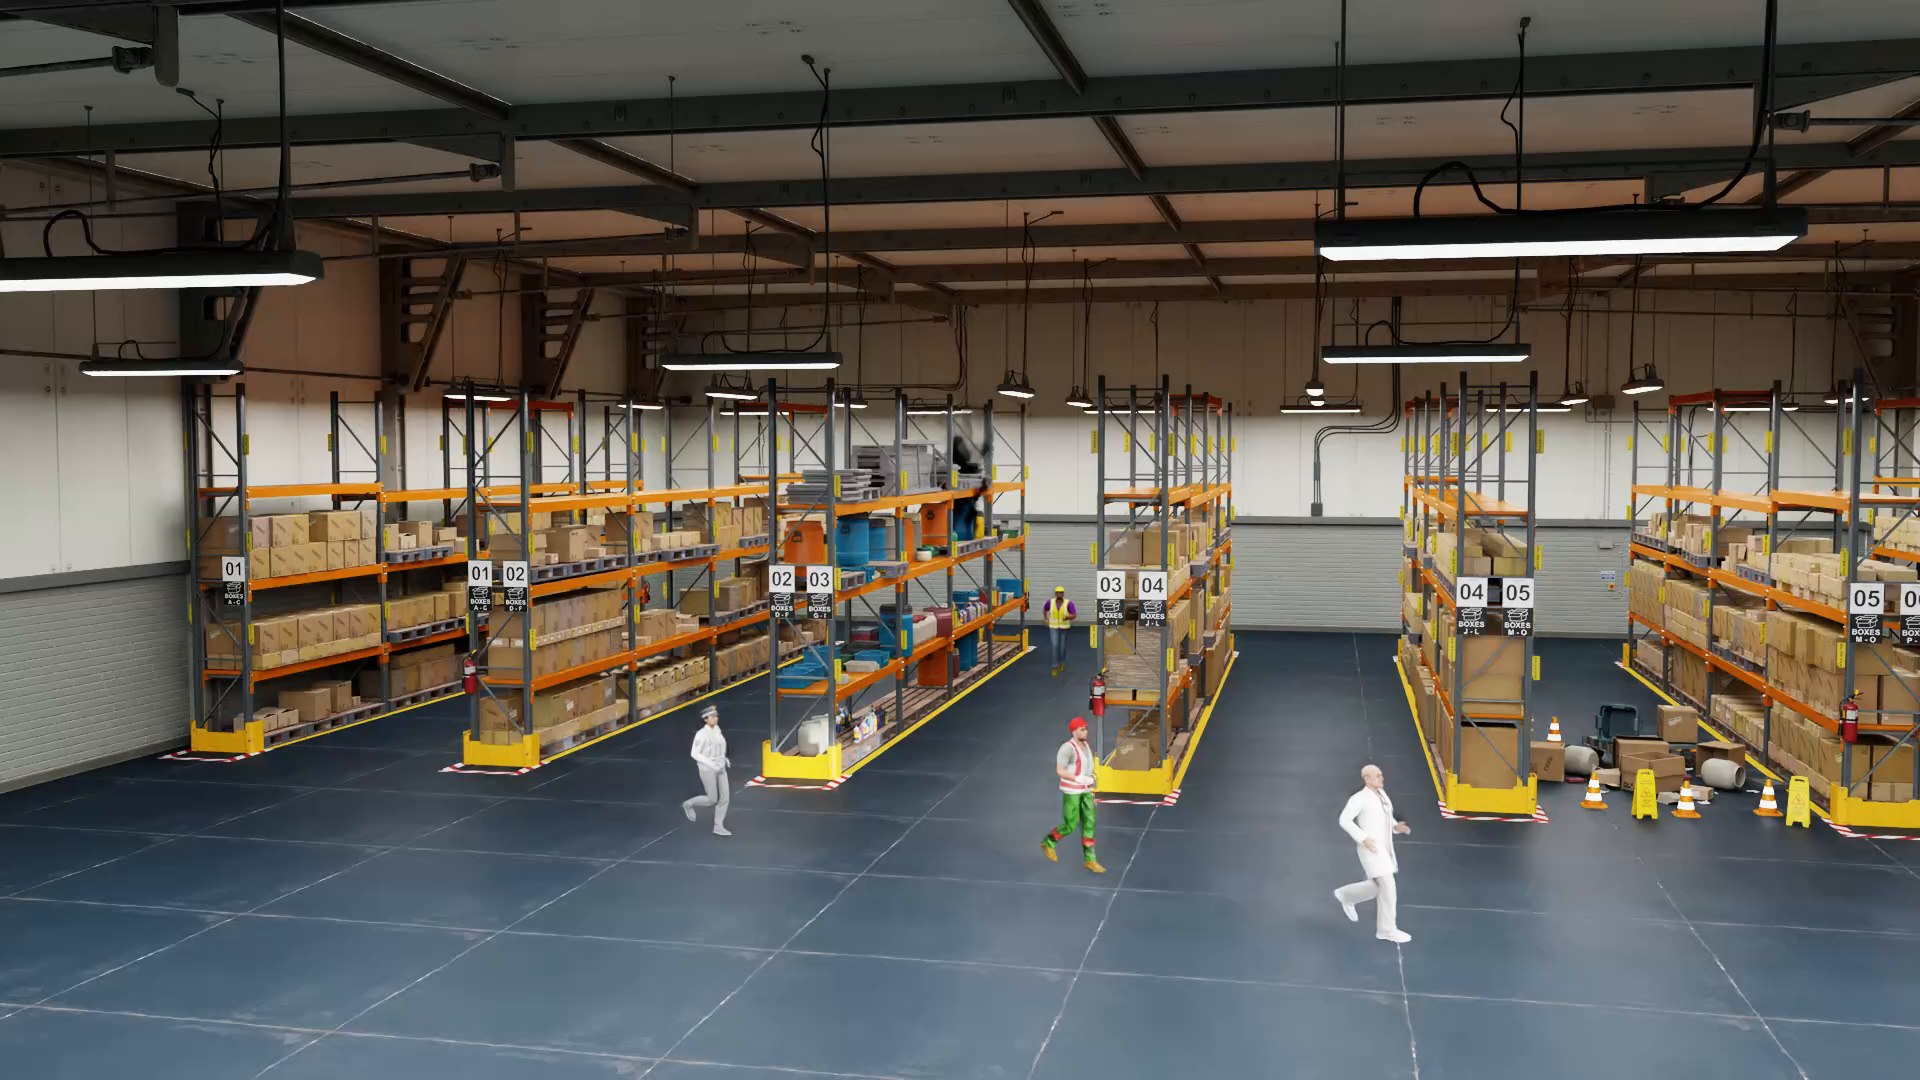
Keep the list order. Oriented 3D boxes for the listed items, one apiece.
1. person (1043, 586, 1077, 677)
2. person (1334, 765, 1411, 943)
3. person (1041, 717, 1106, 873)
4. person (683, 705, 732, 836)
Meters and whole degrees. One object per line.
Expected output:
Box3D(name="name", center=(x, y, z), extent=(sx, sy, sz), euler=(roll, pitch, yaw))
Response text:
Box3D(name="person", center=(2.055, 1.868, 34.339), extent=(0.698, 1.837, 0.703), euler=(0, 3, 6))
Box3D(name="person", center=(4.186, 3.159, 16.913), extent=(0.912, 1.746, 0.720), euler=(3, 4, 42))
Box3D(name="person", center=(1.359, 2.981, 19.632), extent=(0.872, 1.801, 0.685), euler=(3, 4, 42))
Box3D(name="person", center=(-3.217, 2.948, 21.404), extent=(0.729, 1.663, 0.615), euler=(2, 4, 31))
